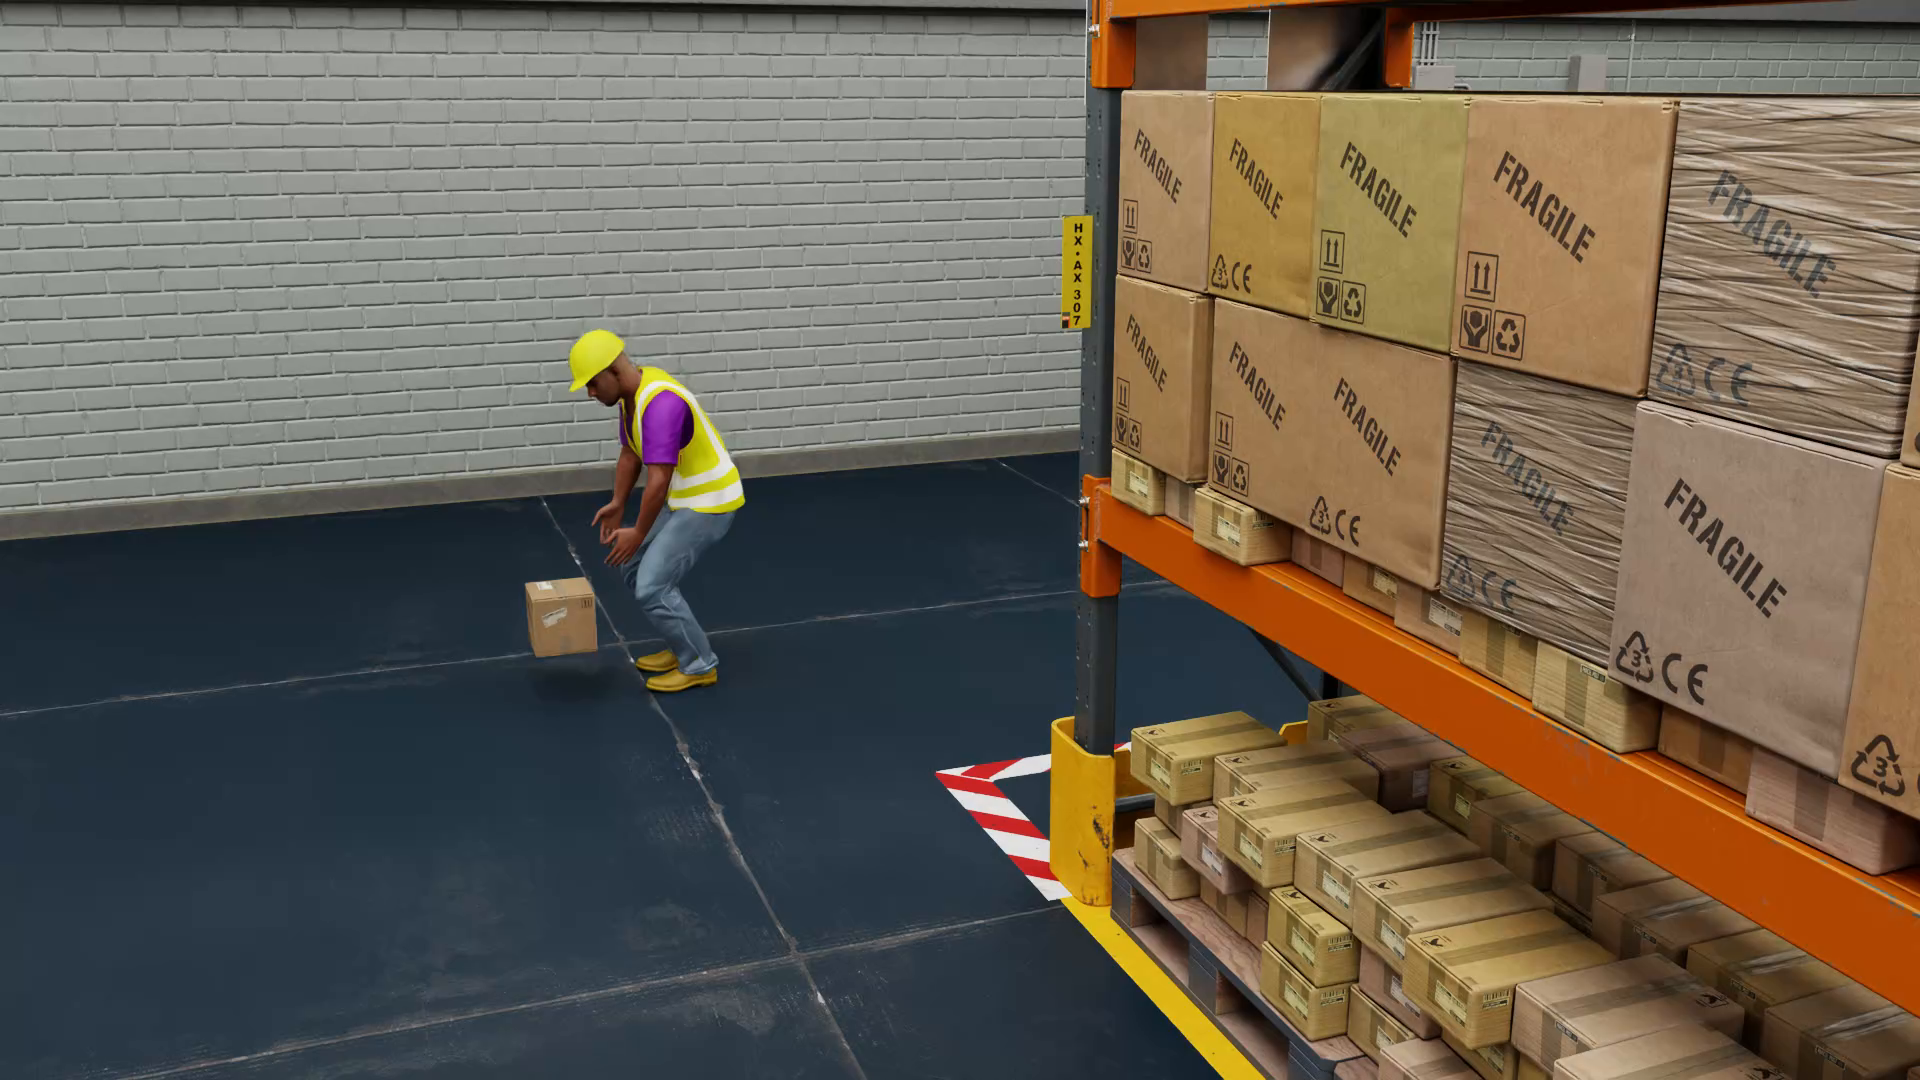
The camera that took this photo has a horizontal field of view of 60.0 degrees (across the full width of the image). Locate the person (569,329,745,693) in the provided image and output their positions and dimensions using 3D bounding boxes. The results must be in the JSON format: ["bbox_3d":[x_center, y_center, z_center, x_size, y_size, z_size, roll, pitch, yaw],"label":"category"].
[{"bbox_3d":[-1.242,-0.129,6.913,0.687,1.517,0.627,-6,16,-20],"label":"person"}]
